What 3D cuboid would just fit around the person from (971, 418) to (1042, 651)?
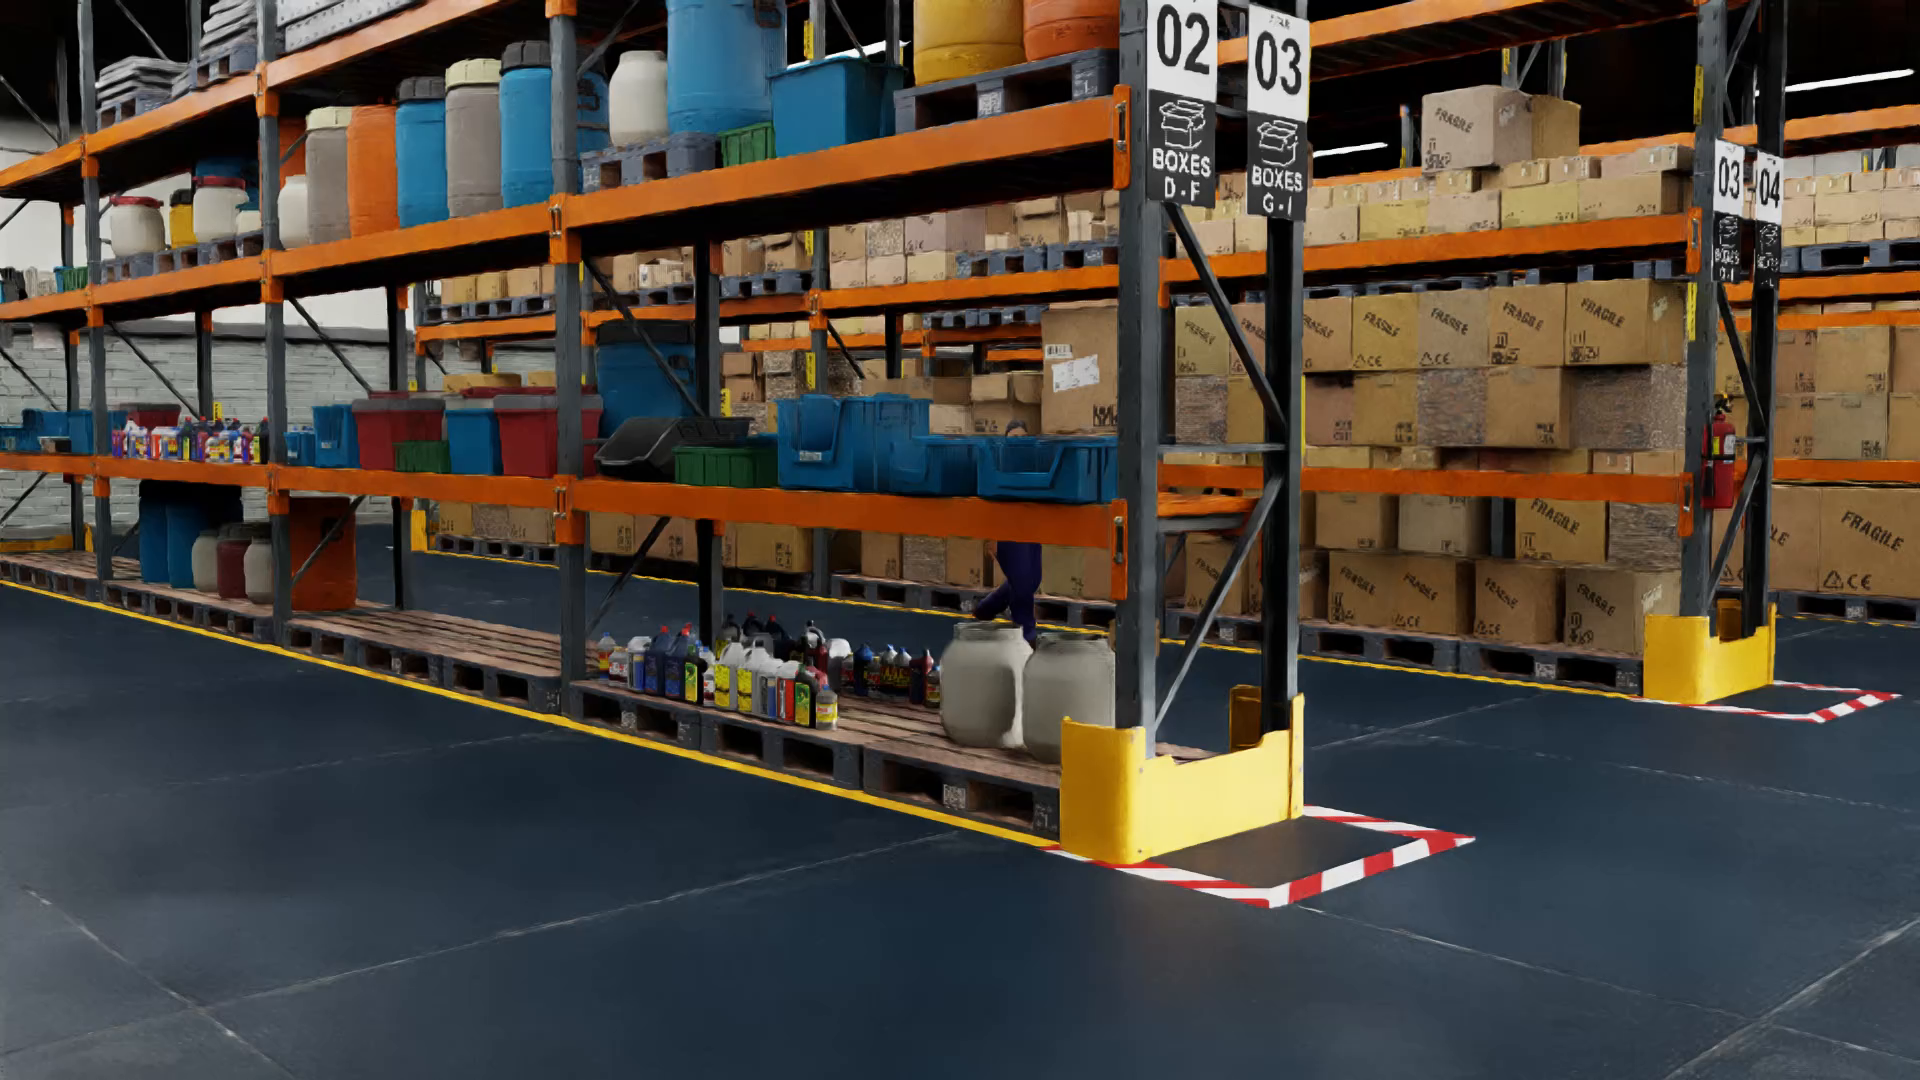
[{"bbox_3d":[0.362,-0.044,11.700,0.817,1.628,0.494,3,5,32],"label":"person"}]
